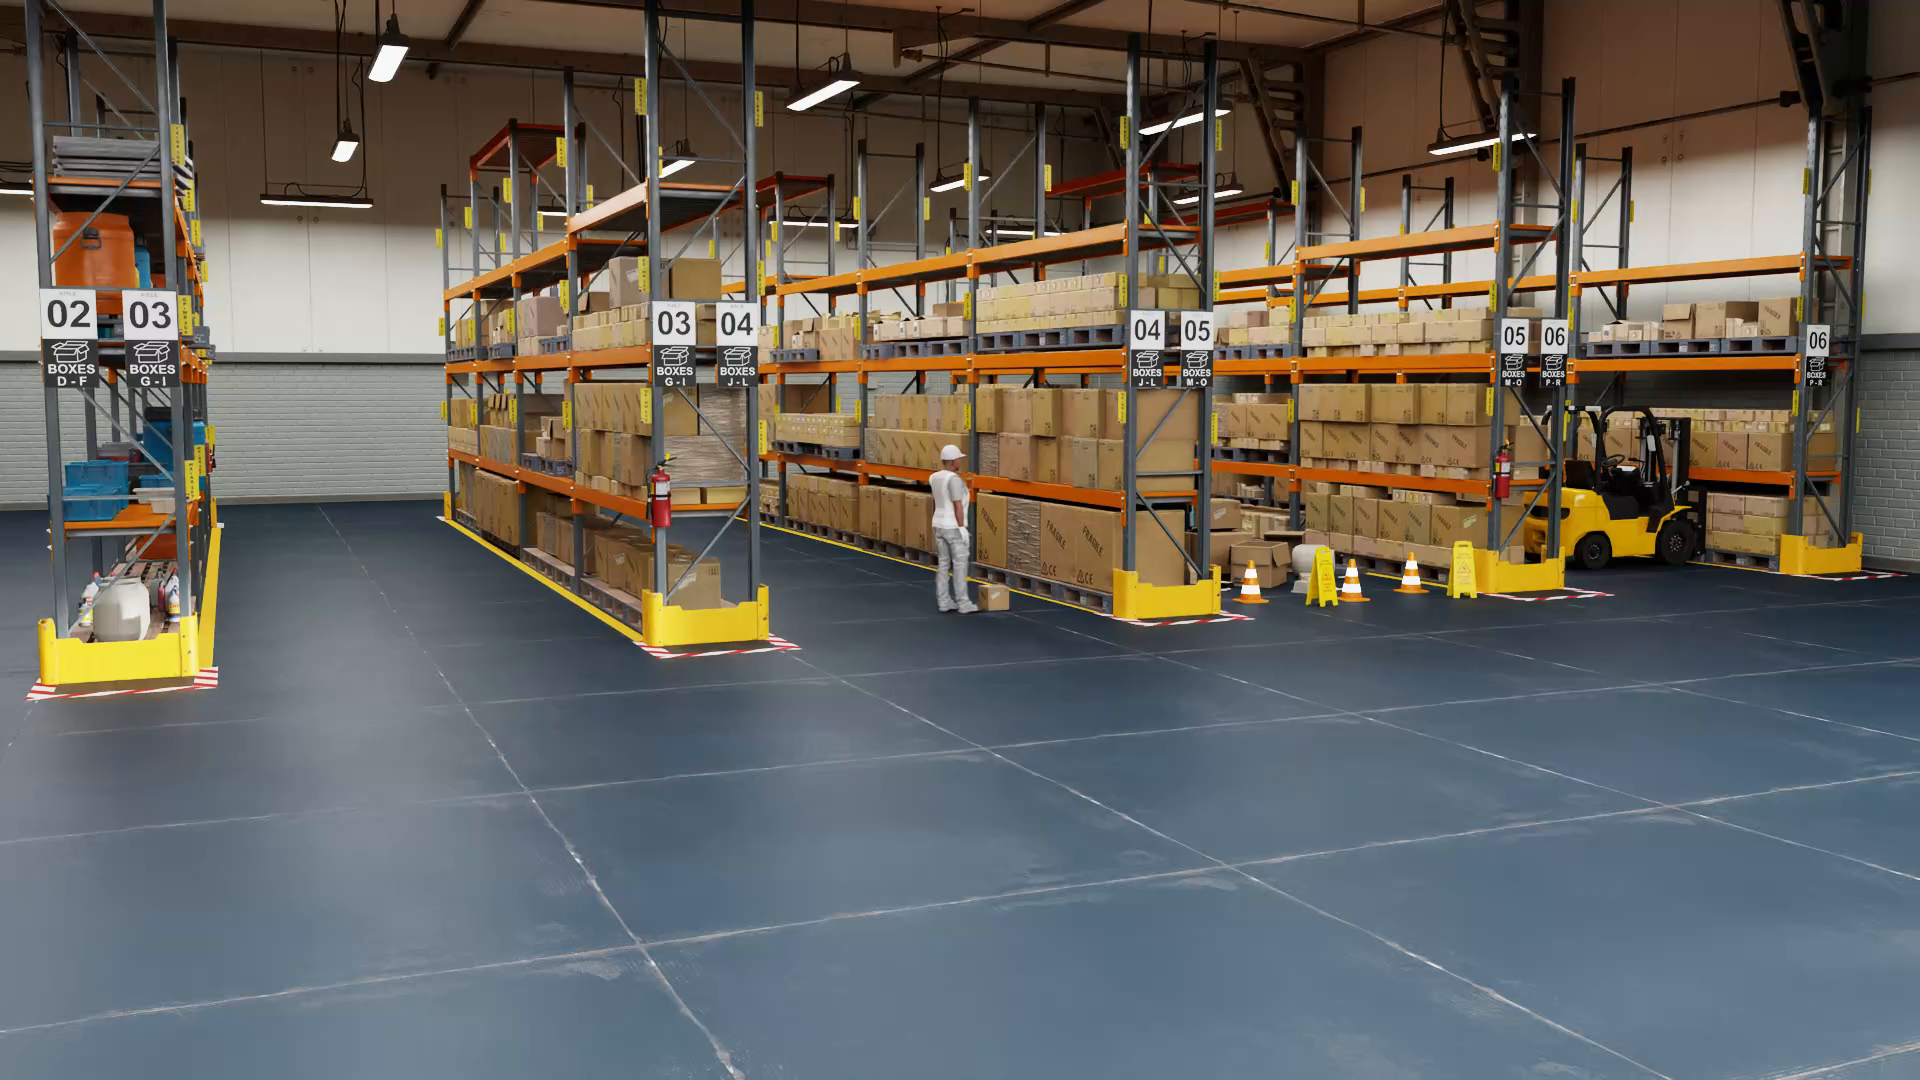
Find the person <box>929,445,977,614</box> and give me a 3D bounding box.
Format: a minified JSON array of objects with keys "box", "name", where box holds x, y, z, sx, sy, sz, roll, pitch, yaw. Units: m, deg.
[{"box":[-0.066,-0.127,17.862,0.414,1.786,0.602,-3,6,-31],"name":"person"}]
